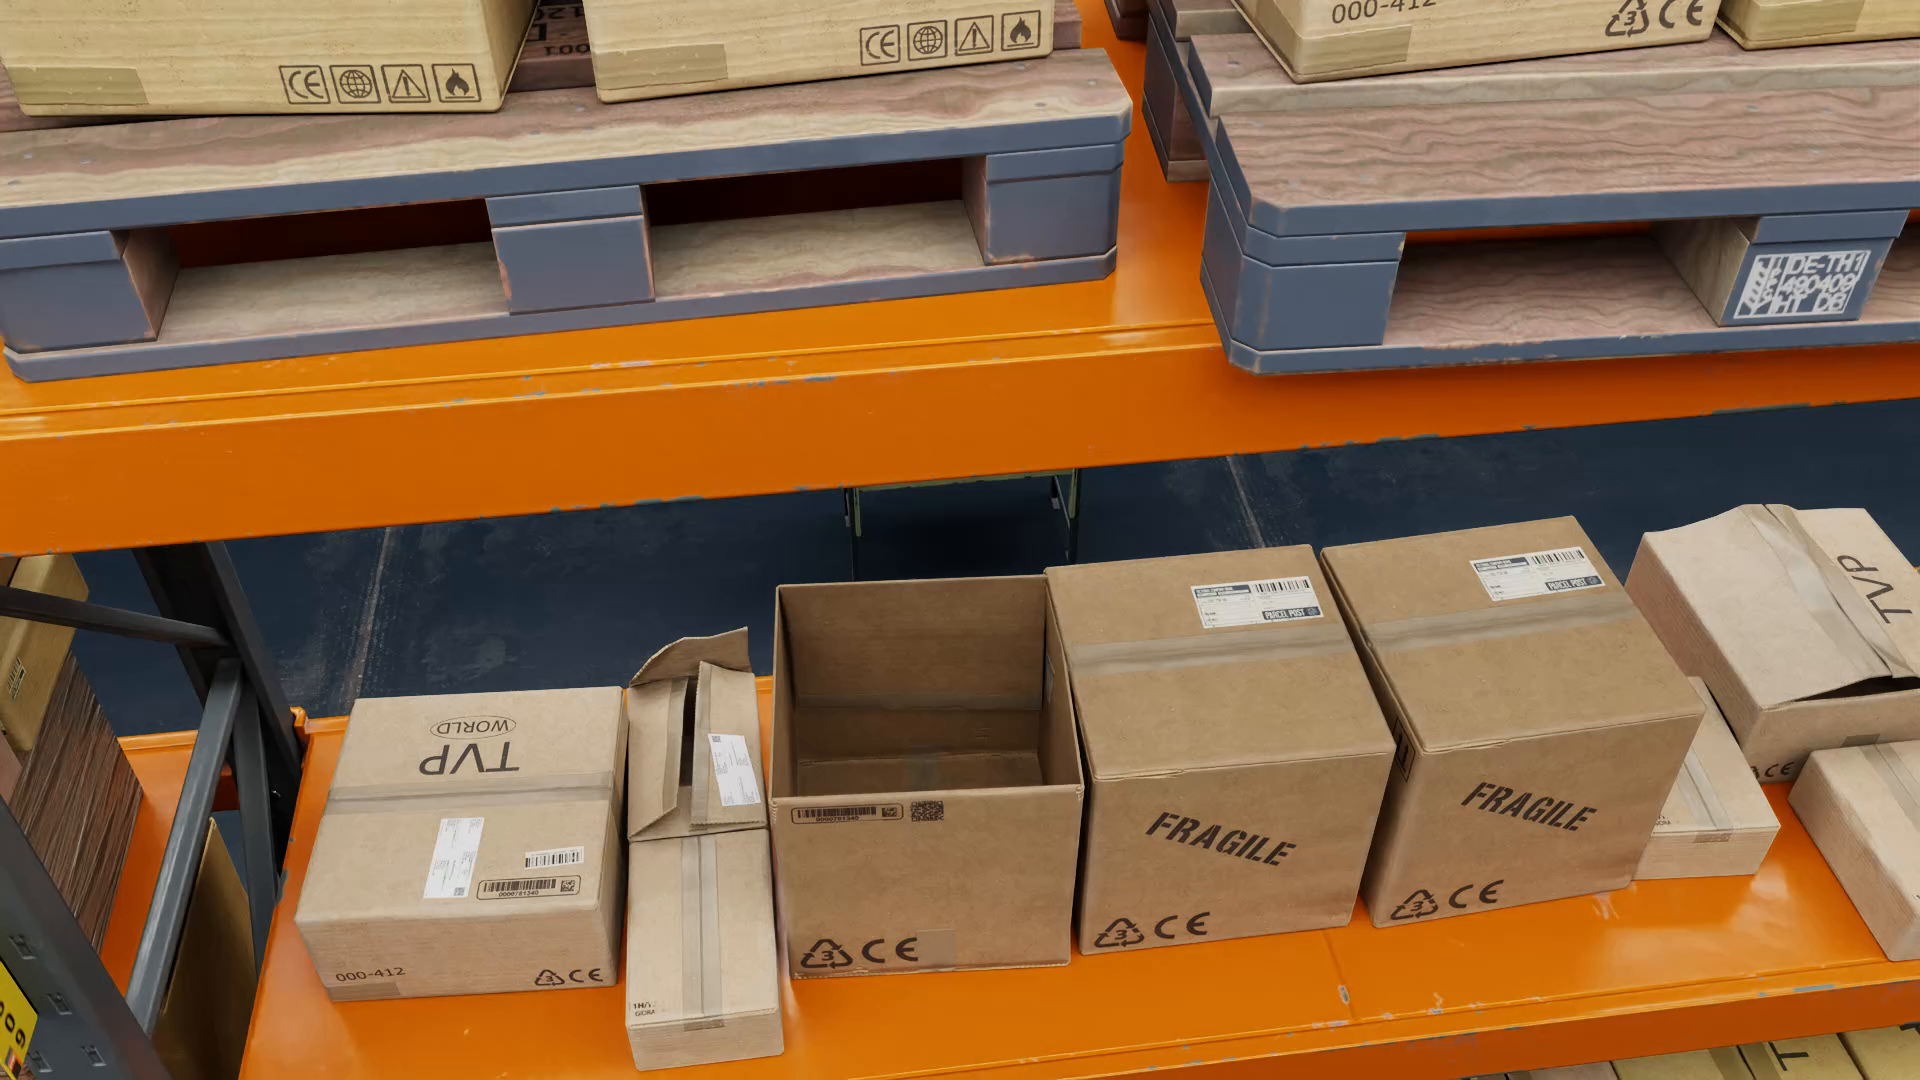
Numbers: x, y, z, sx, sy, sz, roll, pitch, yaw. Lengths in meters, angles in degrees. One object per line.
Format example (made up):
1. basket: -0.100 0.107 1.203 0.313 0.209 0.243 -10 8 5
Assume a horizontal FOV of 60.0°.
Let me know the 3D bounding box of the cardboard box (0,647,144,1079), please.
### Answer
1. cardboard box: -1.791 0.563 2.811 0.500 0.500 0.700 -6 42 -7

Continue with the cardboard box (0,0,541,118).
1. cardboard box: -0.740 -0.704 1.849 0.500 0.250 0.500 -1 42 -1

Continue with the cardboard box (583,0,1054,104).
1. cardboard box: -0.196 -0.753 1.904 0.500 0.250 0.500 -9 43 -10

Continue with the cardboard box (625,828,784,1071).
1. cardboard box: -0.447 0.710 2.911 0.250 0.149 0.380 -5 42 -6

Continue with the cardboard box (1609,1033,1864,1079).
1. cardboard box: 1.612 1.126 3.583 0.500 0.311 0.500 -6 42 -6

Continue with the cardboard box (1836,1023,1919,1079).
1. cardboard box: 2.127 1.076 3.638 0.500 0.311 0.500 -4 42 -4

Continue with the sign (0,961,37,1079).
1. sign: -1.279 0.575 2.167 0.005 0.325 0.100 -5 42 -6

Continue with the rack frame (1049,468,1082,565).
1. rack frame: 0.356 -0.588 5.282 0.023 1.500 0.400 -5 42 -6

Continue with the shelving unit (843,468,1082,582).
1. shelving unit: -0.007 -0.556 5.247 0.755 1.500 0.431 -5 42 -6

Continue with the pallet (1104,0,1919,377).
1. pallet: 0.844 -0.616 2.095 1.213 0.211 1.003 -3 42 -4

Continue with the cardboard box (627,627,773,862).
1. cardboard box: -0.504 0.409 3.157 0.258 0.266 0.396 -6 42 -7

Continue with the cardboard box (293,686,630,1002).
1. cardboard box: -0.869 0.542 3.022 0.500 0.250 0.500 -3 42 -3

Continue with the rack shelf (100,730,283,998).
1. rack shelf: -3.335 0.999 2.941 4.000 0.370 1.077 -5 42 -6

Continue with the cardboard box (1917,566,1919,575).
1. cardboard box: 2.248 0.246 3.304 0.500 0.311 0.500 -3 42 -3

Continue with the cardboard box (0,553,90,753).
1. cardboard box: -1.644 0.174 2.758 0.250 0.149 0.380 -5 42 -6

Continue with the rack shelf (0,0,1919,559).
1. rack shelf: 0.631 -0.463 2.321 4.000 0.370 1.077 -5 42 -6

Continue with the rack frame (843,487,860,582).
1. rack frame: -0.370 -0.525 5.212 0.023 1.500 0.400 -5 42 -6

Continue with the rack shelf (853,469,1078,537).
1. rack shelf: -0.007 -0.314 5.465 0.720 0.370 0.431 -5 42 -6

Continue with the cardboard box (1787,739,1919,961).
1. cardboard box: 1.758 0.565 3.071 0.250 0.149 0.380 -5 42 -6

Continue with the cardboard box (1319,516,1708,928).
1. cardboard box: 0.953 0.330 3.070 0.500 0.500 0.500 -7 43 -8

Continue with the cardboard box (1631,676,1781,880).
1. cardboard box: 1.357 0.452 3.197 0.250 0.149 0.380 -2 42 -2

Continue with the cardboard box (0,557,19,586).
1. cardboard box: -1.791 0.082 2.377 0.500 0.500 0.700 -5 42 -5

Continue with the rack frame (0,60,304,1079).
1. rack frame: -1.352 0.558 2.892 0.127 3.000 1.000 -5 42 -6

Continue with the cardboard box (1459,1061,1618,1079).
1. cardboard box: 1.111 1.168 3.537 0.500 0.311 0.500 -5 42 -6

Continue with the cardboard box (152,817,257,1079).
1. cardboard box: -1.852 0.977 3.607 0.500 0.500 0.500 -5 42 -6

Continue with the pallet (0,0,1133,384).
1. pallet: -0.479 -0.570 2.046 1.217 0.209 0.805 -7 42 -7

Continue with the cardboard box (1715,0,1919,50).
1. cardboard box: 1.086 -0.827 1.987 0.500 0.250 0.500 -6 42 -6

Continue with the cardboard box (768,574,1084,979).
1. cardboard box: -0.066 0.419 2.971 0.500 0.500 0.500 -2 42 -2

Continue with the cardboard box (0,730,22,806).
1. cardboard box: -1.594 0.446 2.457 0.250 0.149 0.380 -5 42 -6

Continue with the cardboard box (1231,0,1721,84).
1. cardboard box: 0.552 -0.782 1.936 0.500 0.250 0.500 -8 43 -9

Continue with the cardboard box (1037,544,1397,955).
1. cardboard box: 0.431 0.375 3.020 0.500 0.500 0.500 -5 42 -5

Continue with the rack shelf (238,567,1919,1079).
1. rack shelf: 0.631 0.651 3.326 4.000 0.370 1.077 -5 42 -6

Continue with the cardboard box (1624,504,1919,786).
1. cardboard box: 1.702 0.192 3.364 0.500 0.311 0.500 -5 42 -6
